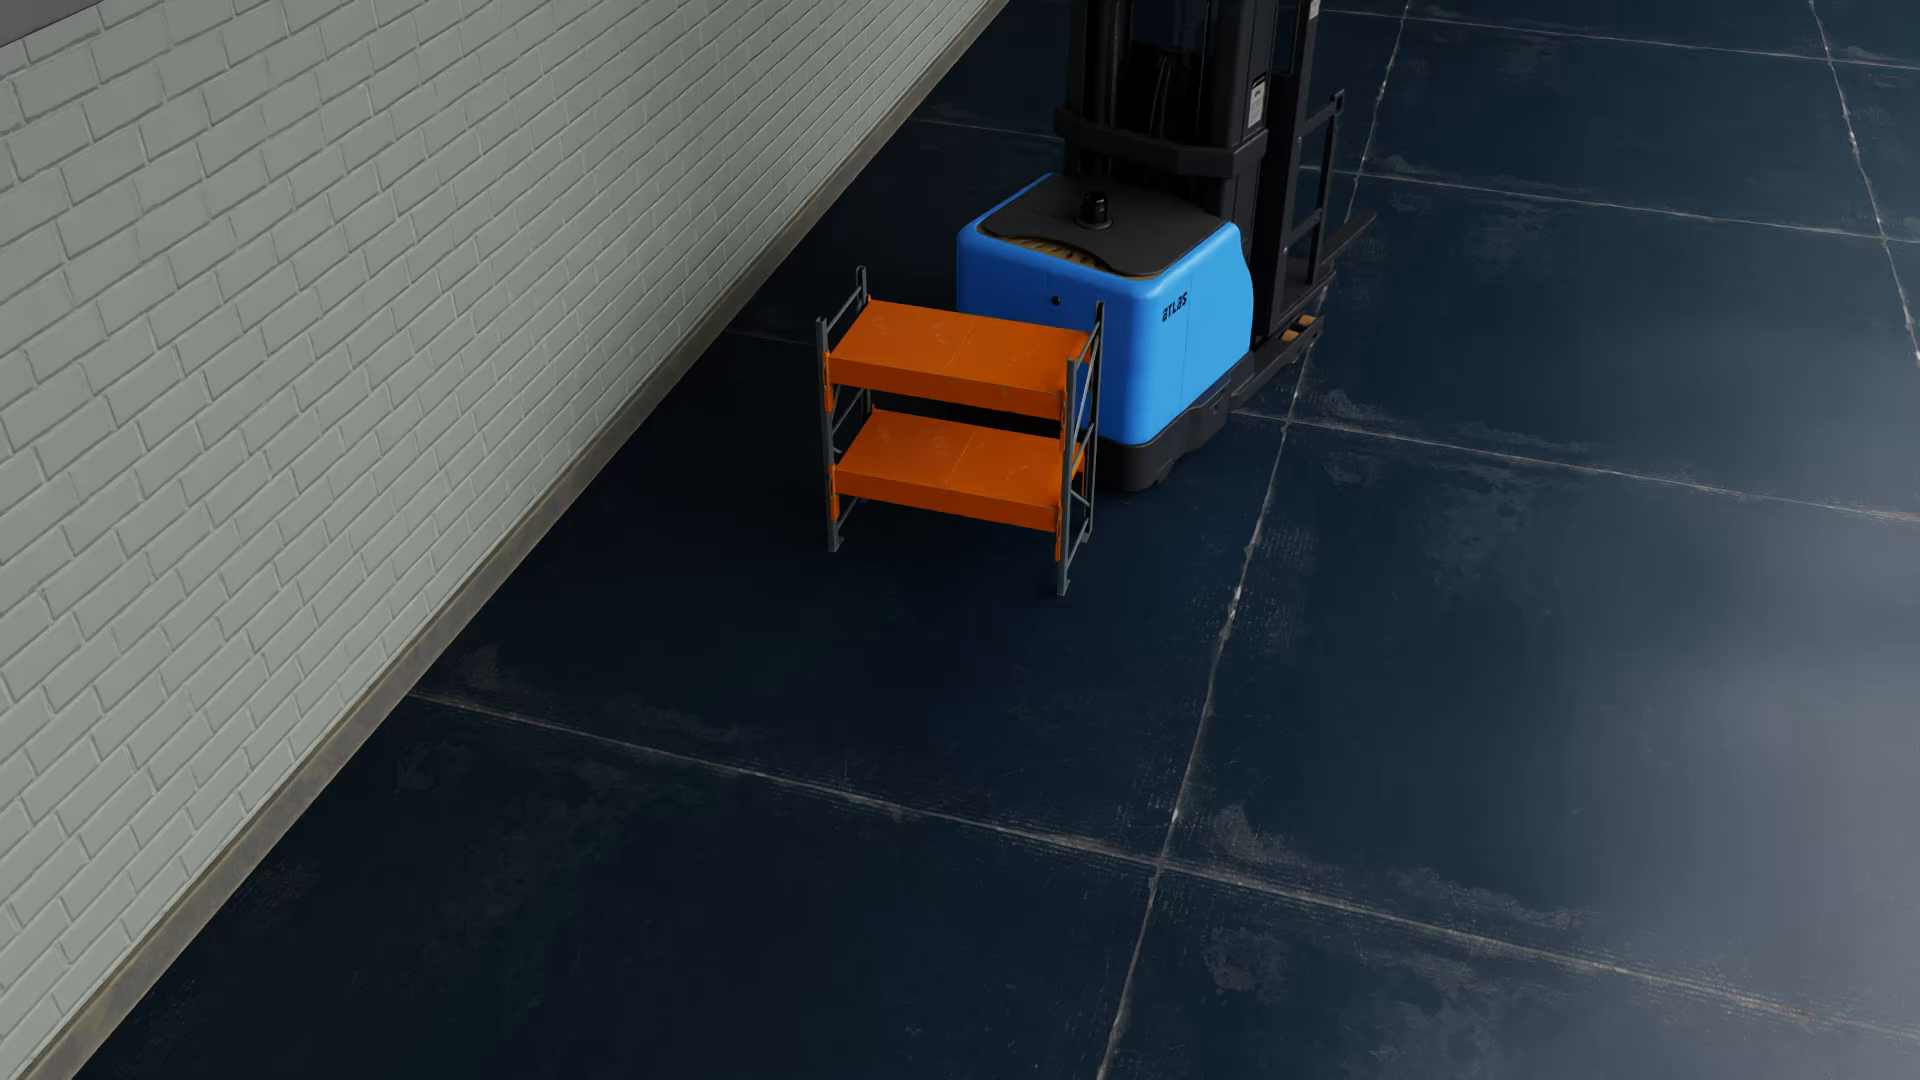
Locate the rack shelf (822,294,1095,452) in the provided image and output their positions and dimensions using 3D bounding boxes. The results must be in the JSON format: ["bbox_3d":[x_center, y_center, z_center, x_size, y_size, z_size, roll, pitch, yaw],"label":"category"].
[{"bbox_3d":[0.006,-0.688,6.741,1.000,0.278,0.538,10,38,14],"label":"rack shelf"}]

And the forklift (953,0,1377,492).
[{"bbox_3d":[1.220,-2.228,7.804,1.130,2.935,3.031,22,42,27],"label":"forklift"}]

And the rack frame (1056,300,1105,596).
[{"bbox_3d":[0.492,-0.362,6.793,0.032,1.125,0.500,10,38,14],"label":"rack frame"}]

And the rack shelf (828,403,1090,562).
[{"bbox_3d":[0.006,-0.255,7.060,1.000,0.278,0.538,10,38,14],"label":"rack shelf"}]

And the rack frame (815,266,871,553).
[{"bbox_3d":[-0.479,-0.542,7.037,0.032,1.125,0.500,10,38,14],"label":"rack frame"}]

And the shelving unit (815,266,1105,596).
[{"bbox_3d":[0.006,-0.452,6.915,1.048,1.125,0.538,10,38,14],"label":"shelving unit"}]
